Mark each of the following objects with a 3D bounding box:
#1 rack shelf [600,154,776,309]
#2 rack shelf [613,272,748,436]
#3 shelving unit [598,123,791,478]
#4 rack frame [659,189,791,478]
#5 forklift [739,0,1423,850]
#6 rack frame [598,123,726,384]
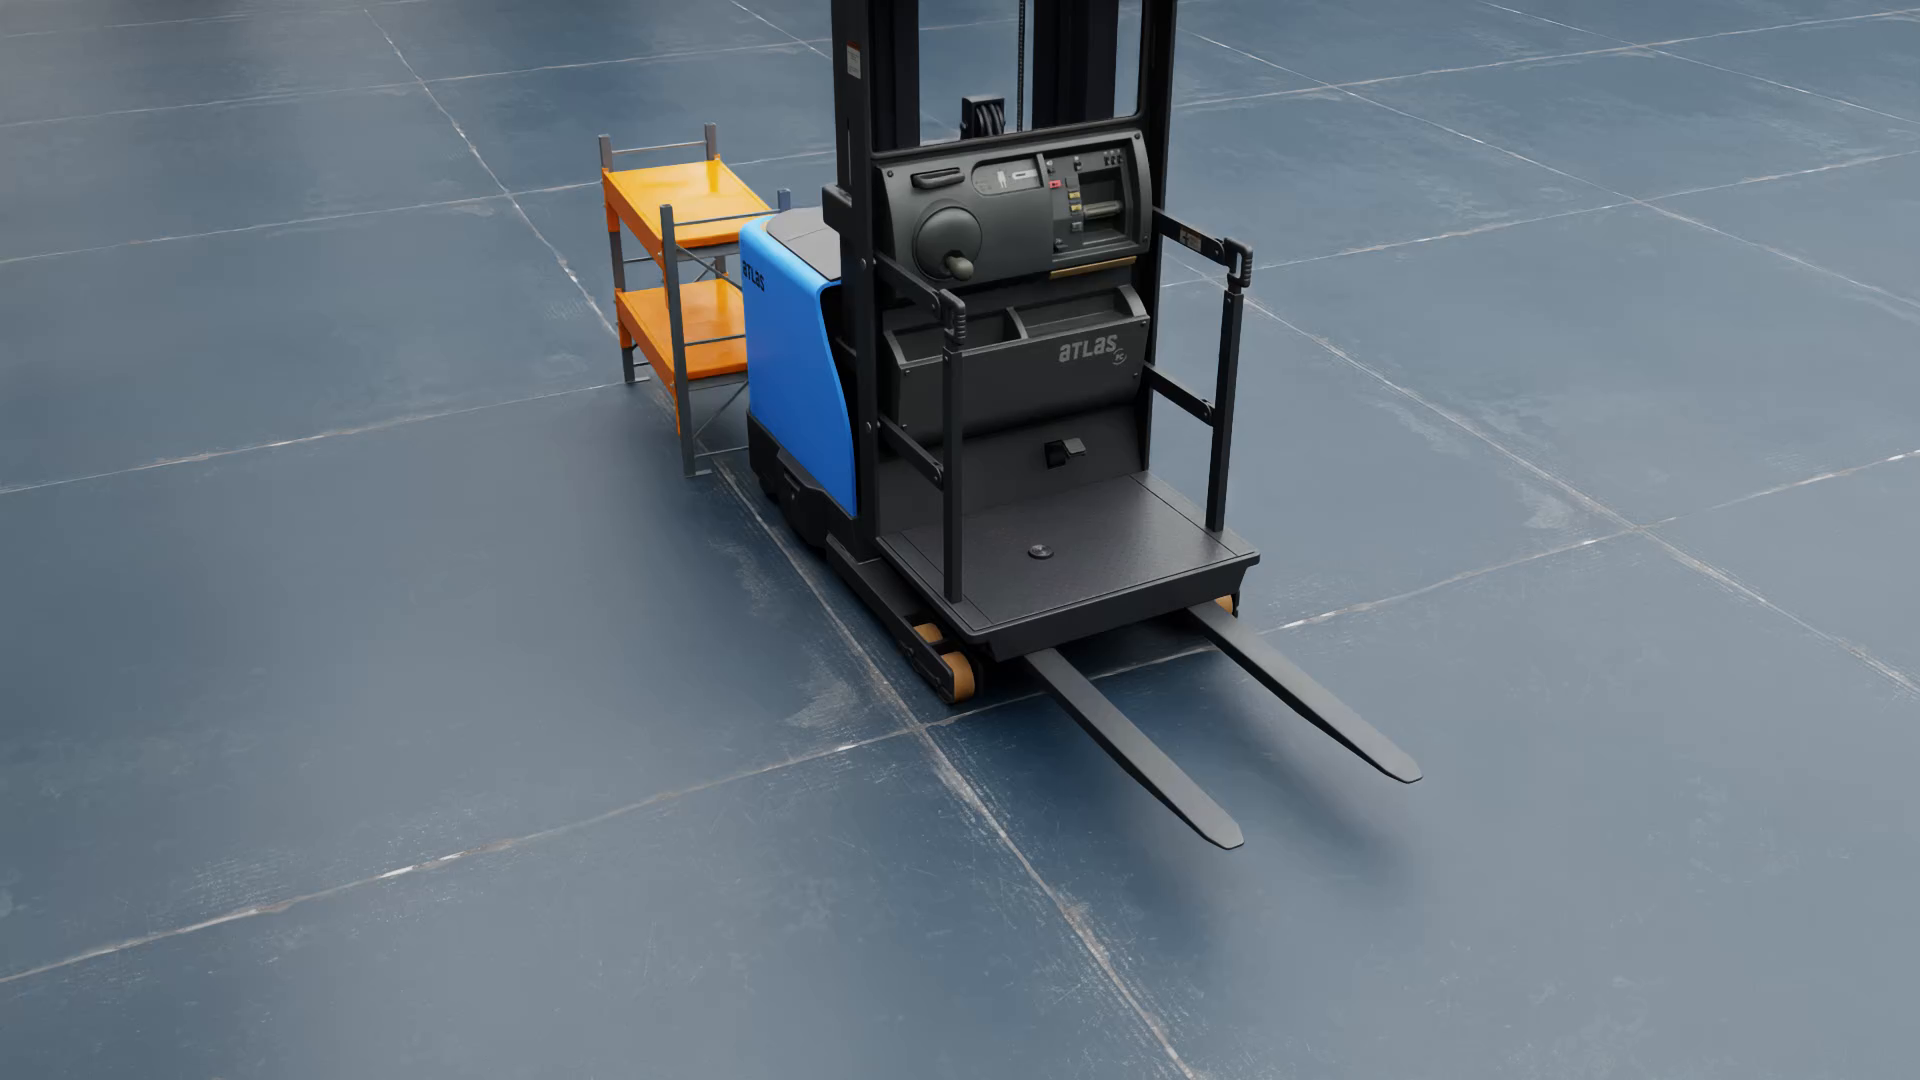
[{"bbox_3d":[-1.082,-1.277,6.779,0.538,0.278,1.000,-12,31,-20],"label":"rack shelf"},{"bbox_3d":[-1.082,-0.809,7.042,0.538,0.278,1.000,-12,31,-20],"label":"rack shelf"},{"bbox_3d":[-1.082,-1.022,6.922,0.538,1.125,1.048,-12,31,-20],"label":"shelving unit"},{"bbox_3d":[-0.880,-0.794,6.515,0.500,1.125,0.032,-12,31,-20],"label":"rack frame"},{"bbox_3d":[0.292,-1.006,5.047,1.130,2.935,3.031,-14,32,-24],"label":"forklift"},{"bbox_3d":[-1.283,-1.250,7.329,0.500,1.125,0.032,-12,31,-20],"label":"rack frame"}]
